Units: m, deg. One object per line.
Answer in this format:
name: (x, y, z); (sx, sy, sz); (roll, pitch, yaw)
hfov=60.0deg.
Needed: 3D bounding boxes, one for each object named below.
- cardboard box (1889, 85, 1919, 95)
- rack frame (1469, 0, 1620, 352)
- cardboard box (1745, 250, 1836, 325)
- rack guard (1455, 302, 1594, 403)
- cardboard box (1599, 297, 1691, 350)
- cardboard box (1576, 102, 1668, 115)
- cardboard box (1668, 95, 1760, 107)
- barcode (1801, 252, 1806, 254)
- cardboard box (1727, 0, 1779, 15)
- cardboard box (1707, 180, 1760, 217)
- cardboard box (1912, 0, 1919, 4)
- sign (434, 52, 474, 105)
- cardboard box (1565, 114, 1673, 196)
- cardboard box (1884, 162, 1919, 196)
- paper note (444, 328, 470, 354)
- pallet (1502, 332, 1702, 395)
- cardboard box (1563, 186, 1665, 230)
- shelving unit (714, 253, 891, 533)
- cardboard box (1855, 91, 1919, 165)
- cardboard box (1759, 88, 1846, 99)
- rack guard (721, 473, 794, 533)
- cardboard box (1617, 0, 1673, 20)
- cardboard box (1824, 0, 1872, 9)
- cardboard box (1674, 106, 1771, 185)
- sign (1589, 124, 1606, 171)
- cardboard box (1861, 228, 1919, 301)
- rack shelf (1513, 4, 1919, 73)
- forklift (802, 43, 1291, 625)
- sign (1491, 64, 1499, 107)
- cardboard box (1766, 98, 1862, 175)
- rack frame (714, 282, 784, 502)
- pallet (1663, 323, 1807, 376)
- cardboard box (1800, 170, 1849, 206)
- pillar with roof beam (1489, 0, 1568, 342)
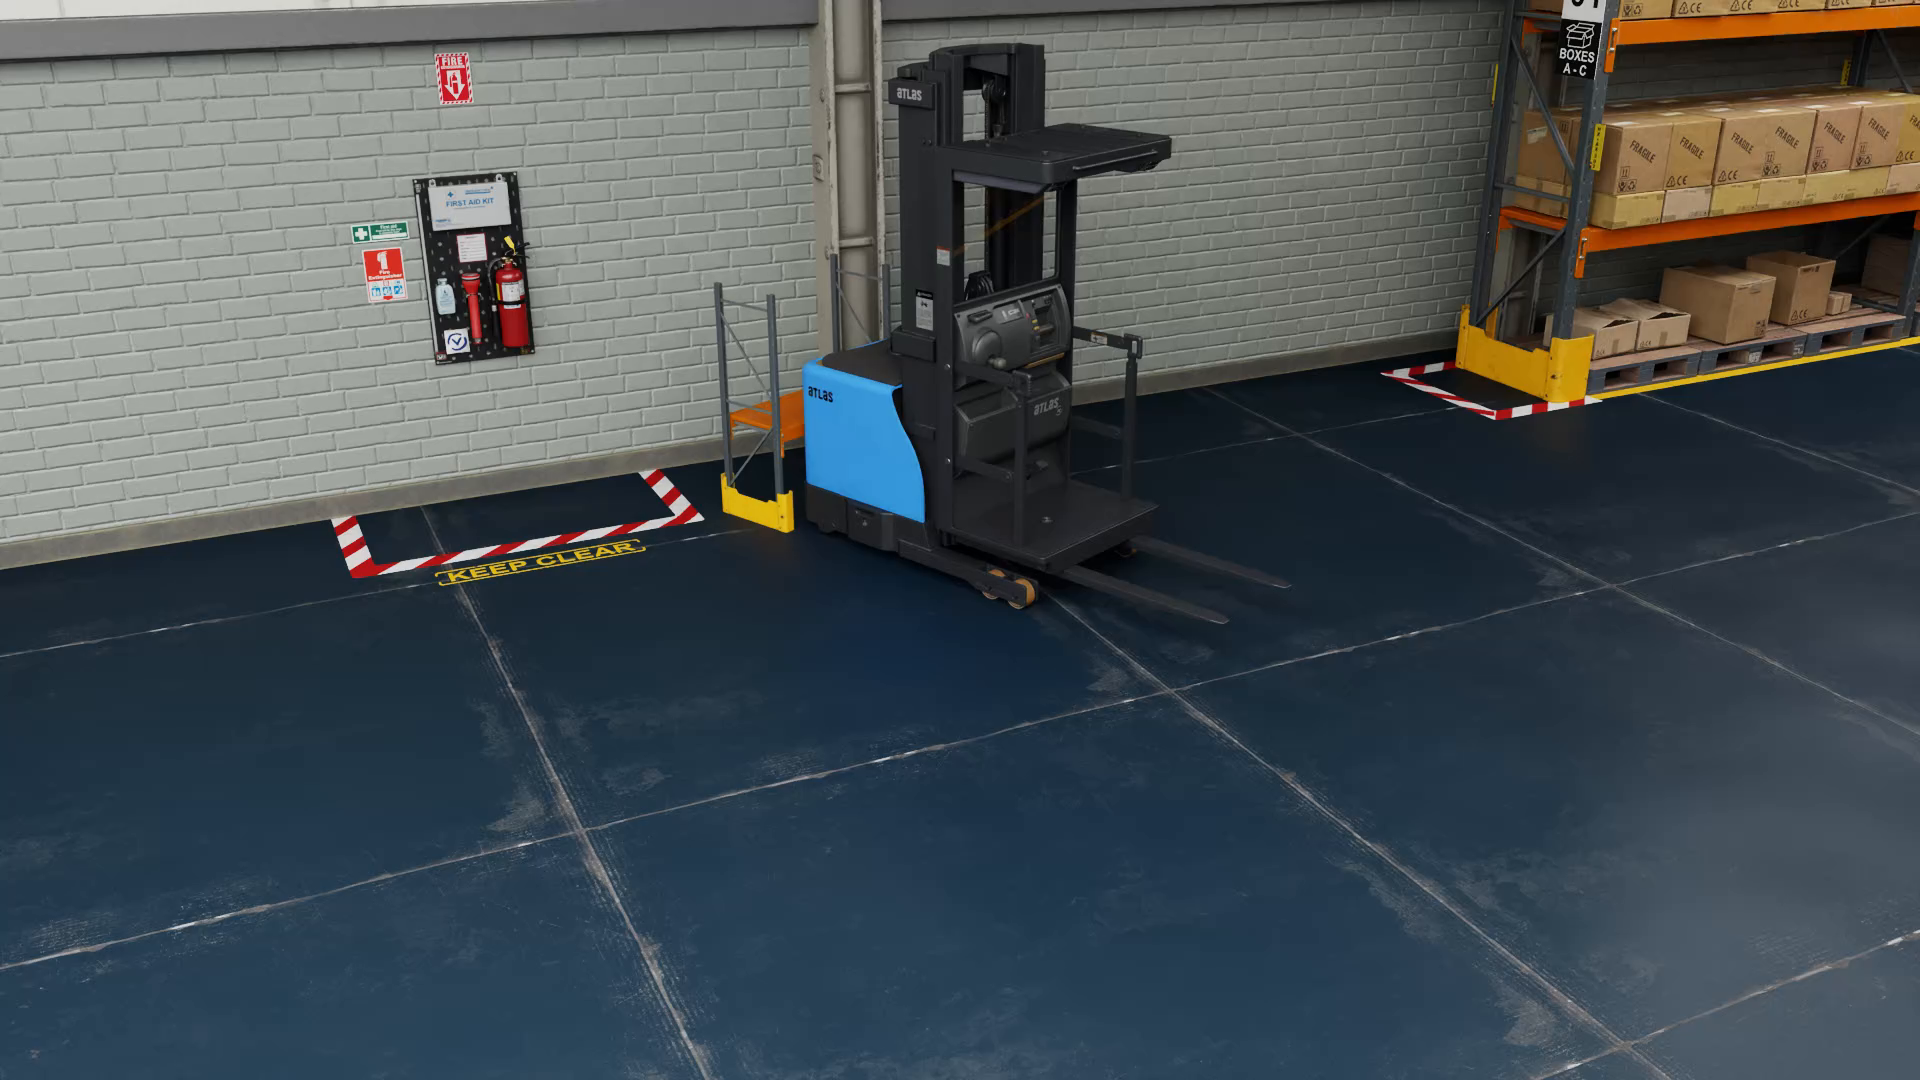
cardboard box: (8.481, -3.633, 14.398); (0.500, 0.500, 0.700); (-10, 25, -23)
rack frame: (4.403, -2.647, 12.723); (0.127, 3.000, 1.000); (-10, 25, -24)
cardboard box: (7.090, -2.173, 14.271); (0.500, 0.500, 0.500); (-12, 26, -28)
rack guard: (4.472, -1.505, 13.232); (0.348, 0.500, 1.175); (-10, 25, -24)
cardboard box: (5.579, -1.786, 13.584); (0.500, 0.311, 0.500); (-8, 24, -19)
cardboard box: (5.194, -3.165, 13.164); (0.500, 0.500, 0.500); (-10, 25, -23)
cardboard box: (6.111, -3.336, 13.577); (0.500, 0.500, 0.500); (-10, 25, -23)
barcode: (7.417, -2.500, 14.642); (0.075, 0.075, 0.001); (-10, 25, -24)
cardboard box: (5.779, -4.222, 12.449); (0.500, 0.500, 0.500); (-9, 24, -21)
cardboard box: (5.904, -2.732, 13.098); (0.500, 0.250, 0.500); (-11, 25, -24)
cardboard box: (7.657, -4.583, 13.320); (0.500, 0.500, 0.500); (-10, 24, -22)
sign: (-3.041, -2.773, 9.997); (0.199, 0.298, 0.001); (-10, 25, -24)
cardboard box: (4.964, -2.909, 12.546); (0.500, 0.500, 0.500); (-10, 25, -24)
cardboard box: (7.712, -3.068, 13.909); (0.500, 0.250, 0.500); (-10, 25, -23)
paper note: (-3.180, -1.257, 10.516); (0.142, 0.148, 0.016); (-10, 25, -24)
pallet: (5.219, -1.494, 13.583); (1.213, 0.211, 1.003); (-10, 25, -24)
cardboard box: (4.981, -2.559, 12.679); (0.500, 0.250, 0.500); (-11, 25, -25)
shelving unit: (-0.964, -0.967, 10.623); (0.587, 1.500, 1.083); (18, 28, 36)
cardboard box: (7.716, -3.412, 13.761); (0.500, 0.500, 0.500); (-10, 25, -24)
cardboard box: (7.026, -3.507, 13.989); (0.500, 0.500, 0.500); (-11, 25, -24)
rack guard: (-1.282, -0.242, 10.508); (0.587, 0.250, 0.087); (18, 28, 36)
cardboard box: (4.813, -4.058, 12.052); (0.500, 0.500, 0.500); (-10, 24, -22)
cardboard box: (6.716, -4.399, 12.876); (0.500, 0.500, 0.500); (-11, 25, -26)
cardboard box: (5.882, -3.071, 12.937); (0.500, 0.500, 0.500); (-11, 25, -25)
sign: (4.639, -2.860, 12.106); (0.005, 0.325, 0.100); (-10, 25, -24)
cardboard box: (8.664, -2.487, 15.029); (0.500, 0.500, 0.700); (-10, 24, -22)
rack shelf: (6.205, -4.032, 13.089); (4.000, 0.370, 1.077); (-10, 25, -24)
forklift: (0.463, -1.195, 9.305); (3.031, 2.935, 1.130); (19, 29, 38)
sign: (4.181, -3.523, 12.911); (0.005, 0.325, 0.100); (-10, 25, -24)
cardboard box: (6.810, -3.248, 13.363); (0.500, 0.500, 0.500); (-11, 25, -25)
rack frame: (-1.294, -0.814, 10.256); (0.500, 1.500, 0.032); (18, 28, 36)
pallet: (6.317, -1.695, 14.068); (1.213, 0.211, 1.003); (-10, 25, -24)
cardboard box: (6.813, -2.899, 13.502); (0.500, 0.250, 0.500); (-11, 25, -24)
pillar with roof beam: (6.526, -4.350, 8.992); (0.400, 9.000, 9.100); (-10, 25, -24)
